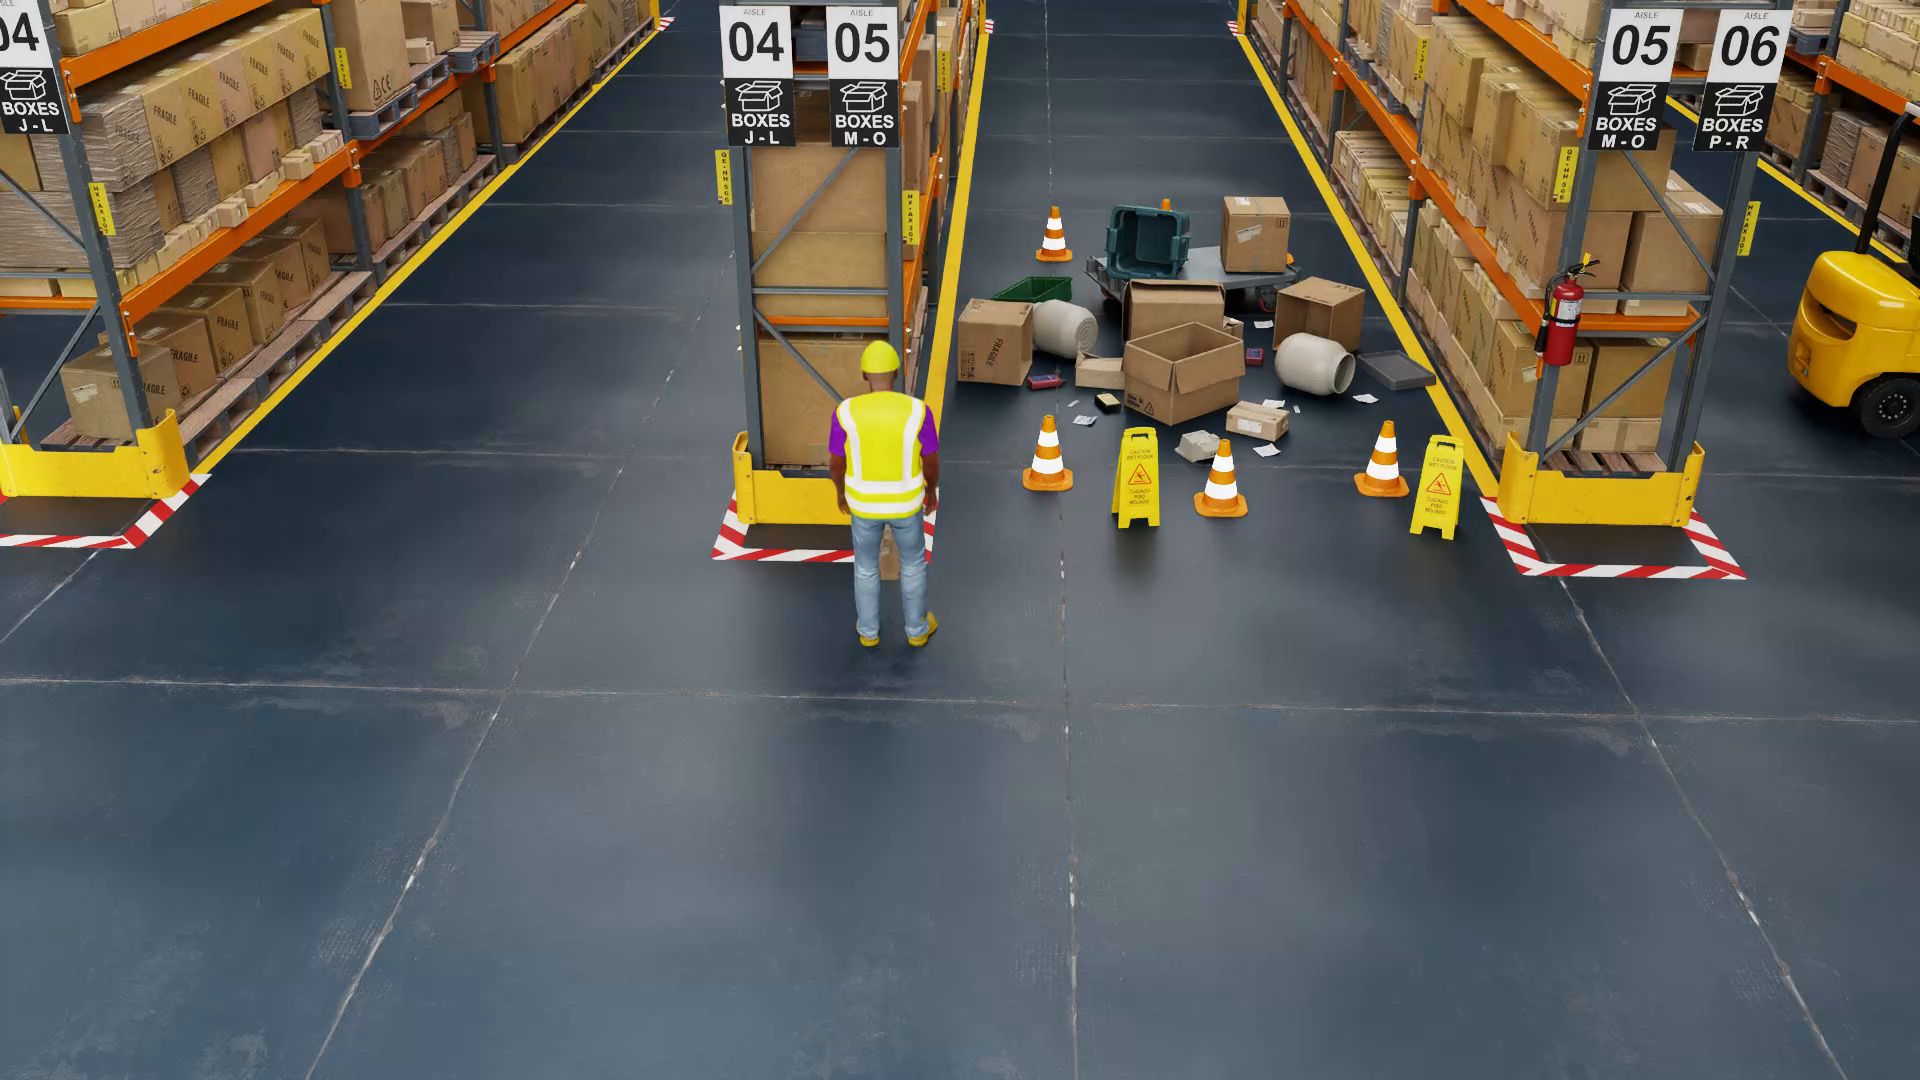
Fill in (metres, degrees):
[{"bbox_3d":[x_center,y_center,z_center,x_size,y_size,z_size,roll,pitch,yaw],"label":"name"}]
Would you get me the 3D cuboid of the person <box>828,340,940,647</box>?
[{"bbox_3d":[-0.404,-0.228,9.031,0.595,1.764,0.435,0,28,0],"label":"person"}]
